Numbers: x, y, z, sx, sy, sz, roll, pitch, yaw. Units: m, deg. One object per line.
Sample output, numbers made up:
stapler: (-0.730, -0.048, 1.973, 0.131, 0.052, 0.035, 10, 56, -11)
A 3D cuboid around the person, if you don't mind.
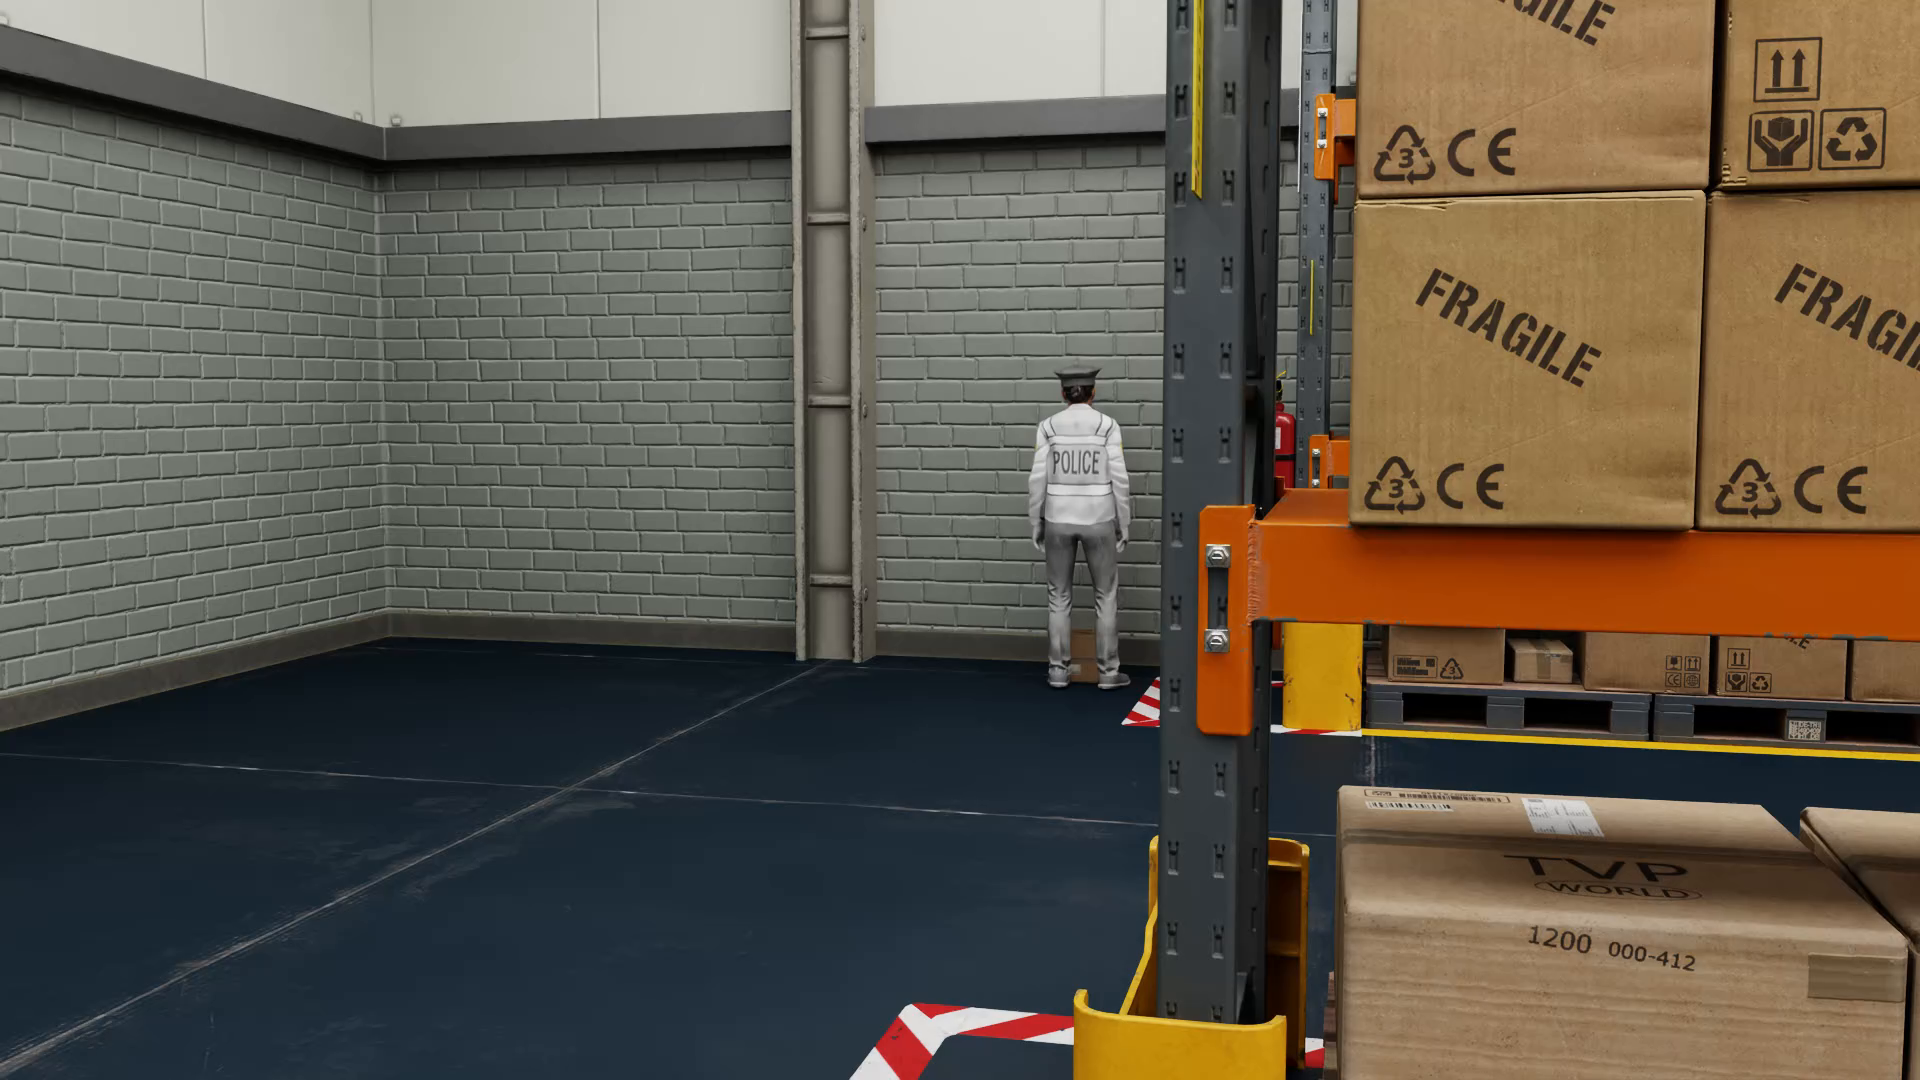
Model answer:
person: (0.618, -0.067, 8.536, 0.514, 1.662, 0.372, 1, 5, 11)
